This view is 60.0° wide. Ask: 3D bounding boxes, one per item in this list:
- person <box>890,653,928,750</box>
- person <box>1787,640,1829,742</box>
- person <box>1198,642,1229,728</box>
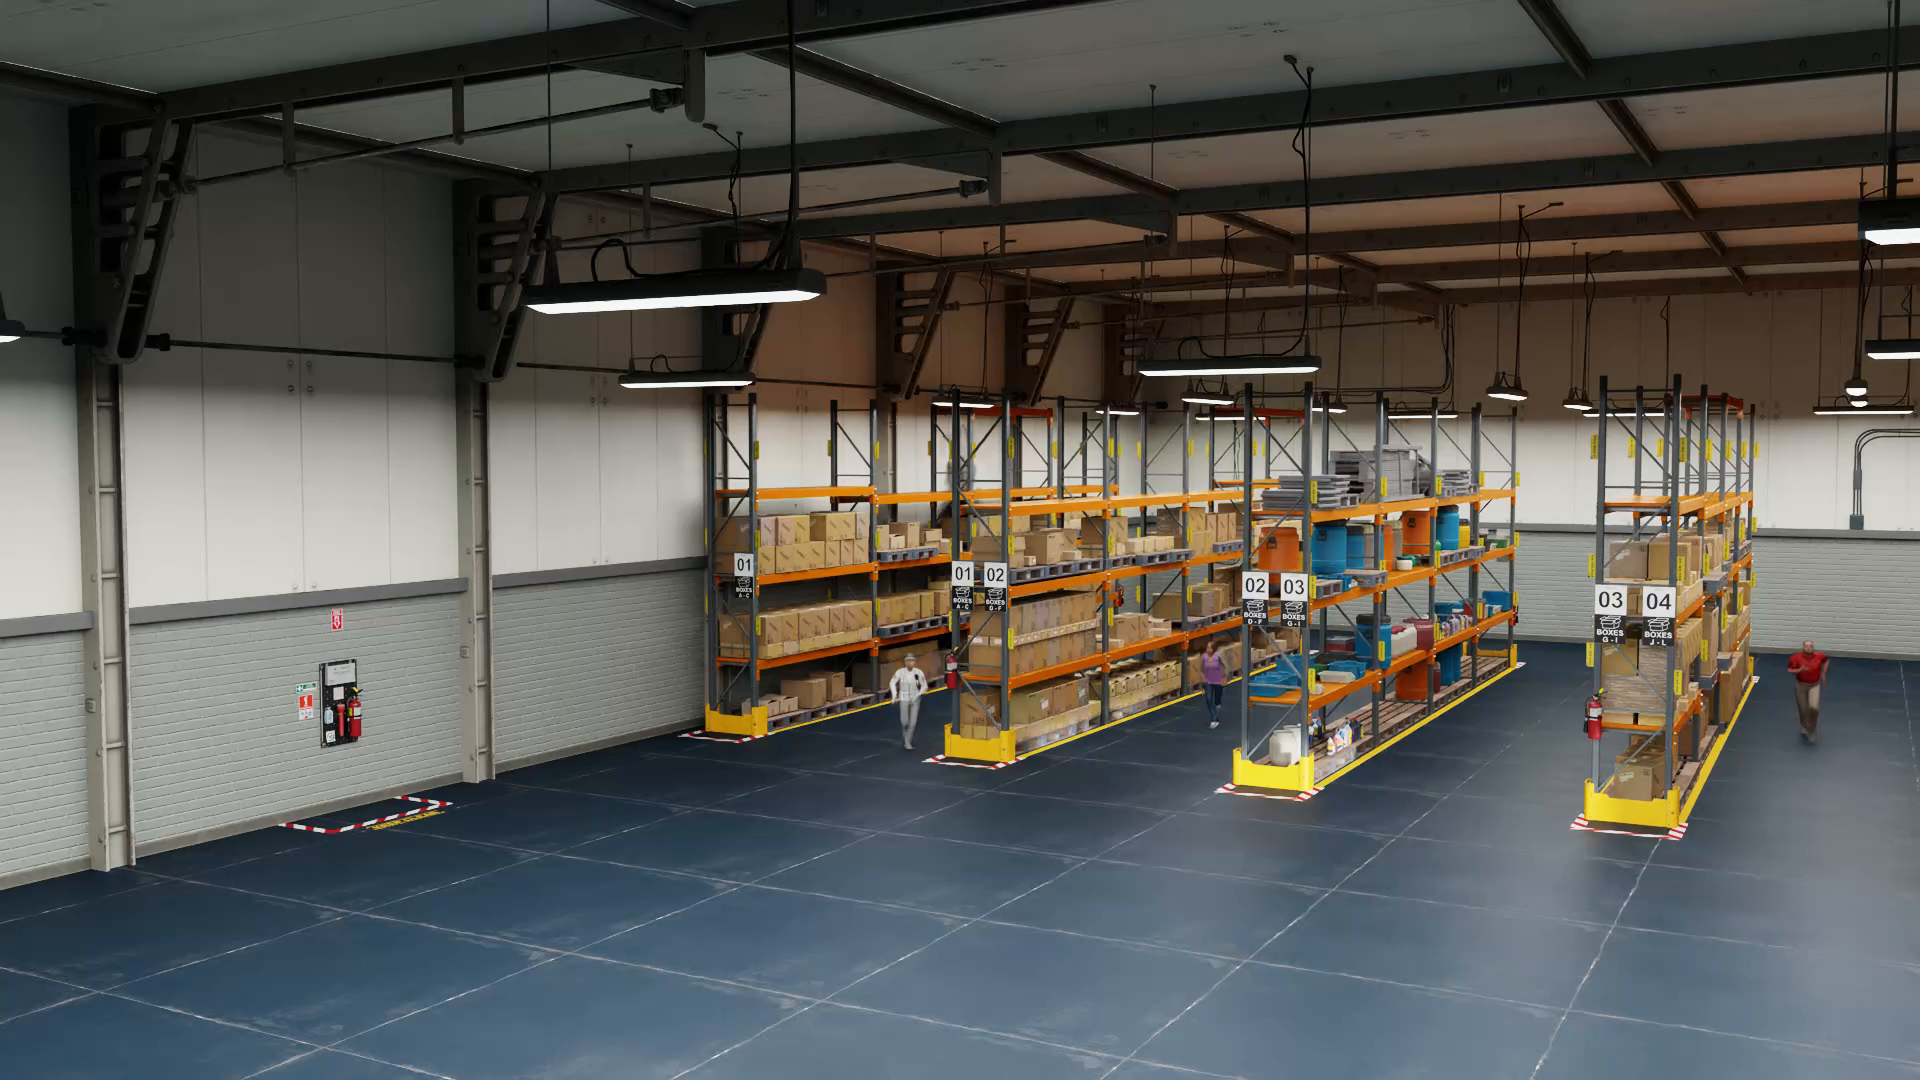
[{"bbox_3d":[-0.857,2.689,27.896,0.636,1.634,0.577,0,3,-3],"label":"person"},{"bbox_3d":[14.670,2.614,28.786,0.632,1.799,0.850,2,3,28],"label":"person"},{"bbox_3d":[4.626,2.614,30.251,0.565,1.567,0.674,1,3,20],"label":"person"}]
